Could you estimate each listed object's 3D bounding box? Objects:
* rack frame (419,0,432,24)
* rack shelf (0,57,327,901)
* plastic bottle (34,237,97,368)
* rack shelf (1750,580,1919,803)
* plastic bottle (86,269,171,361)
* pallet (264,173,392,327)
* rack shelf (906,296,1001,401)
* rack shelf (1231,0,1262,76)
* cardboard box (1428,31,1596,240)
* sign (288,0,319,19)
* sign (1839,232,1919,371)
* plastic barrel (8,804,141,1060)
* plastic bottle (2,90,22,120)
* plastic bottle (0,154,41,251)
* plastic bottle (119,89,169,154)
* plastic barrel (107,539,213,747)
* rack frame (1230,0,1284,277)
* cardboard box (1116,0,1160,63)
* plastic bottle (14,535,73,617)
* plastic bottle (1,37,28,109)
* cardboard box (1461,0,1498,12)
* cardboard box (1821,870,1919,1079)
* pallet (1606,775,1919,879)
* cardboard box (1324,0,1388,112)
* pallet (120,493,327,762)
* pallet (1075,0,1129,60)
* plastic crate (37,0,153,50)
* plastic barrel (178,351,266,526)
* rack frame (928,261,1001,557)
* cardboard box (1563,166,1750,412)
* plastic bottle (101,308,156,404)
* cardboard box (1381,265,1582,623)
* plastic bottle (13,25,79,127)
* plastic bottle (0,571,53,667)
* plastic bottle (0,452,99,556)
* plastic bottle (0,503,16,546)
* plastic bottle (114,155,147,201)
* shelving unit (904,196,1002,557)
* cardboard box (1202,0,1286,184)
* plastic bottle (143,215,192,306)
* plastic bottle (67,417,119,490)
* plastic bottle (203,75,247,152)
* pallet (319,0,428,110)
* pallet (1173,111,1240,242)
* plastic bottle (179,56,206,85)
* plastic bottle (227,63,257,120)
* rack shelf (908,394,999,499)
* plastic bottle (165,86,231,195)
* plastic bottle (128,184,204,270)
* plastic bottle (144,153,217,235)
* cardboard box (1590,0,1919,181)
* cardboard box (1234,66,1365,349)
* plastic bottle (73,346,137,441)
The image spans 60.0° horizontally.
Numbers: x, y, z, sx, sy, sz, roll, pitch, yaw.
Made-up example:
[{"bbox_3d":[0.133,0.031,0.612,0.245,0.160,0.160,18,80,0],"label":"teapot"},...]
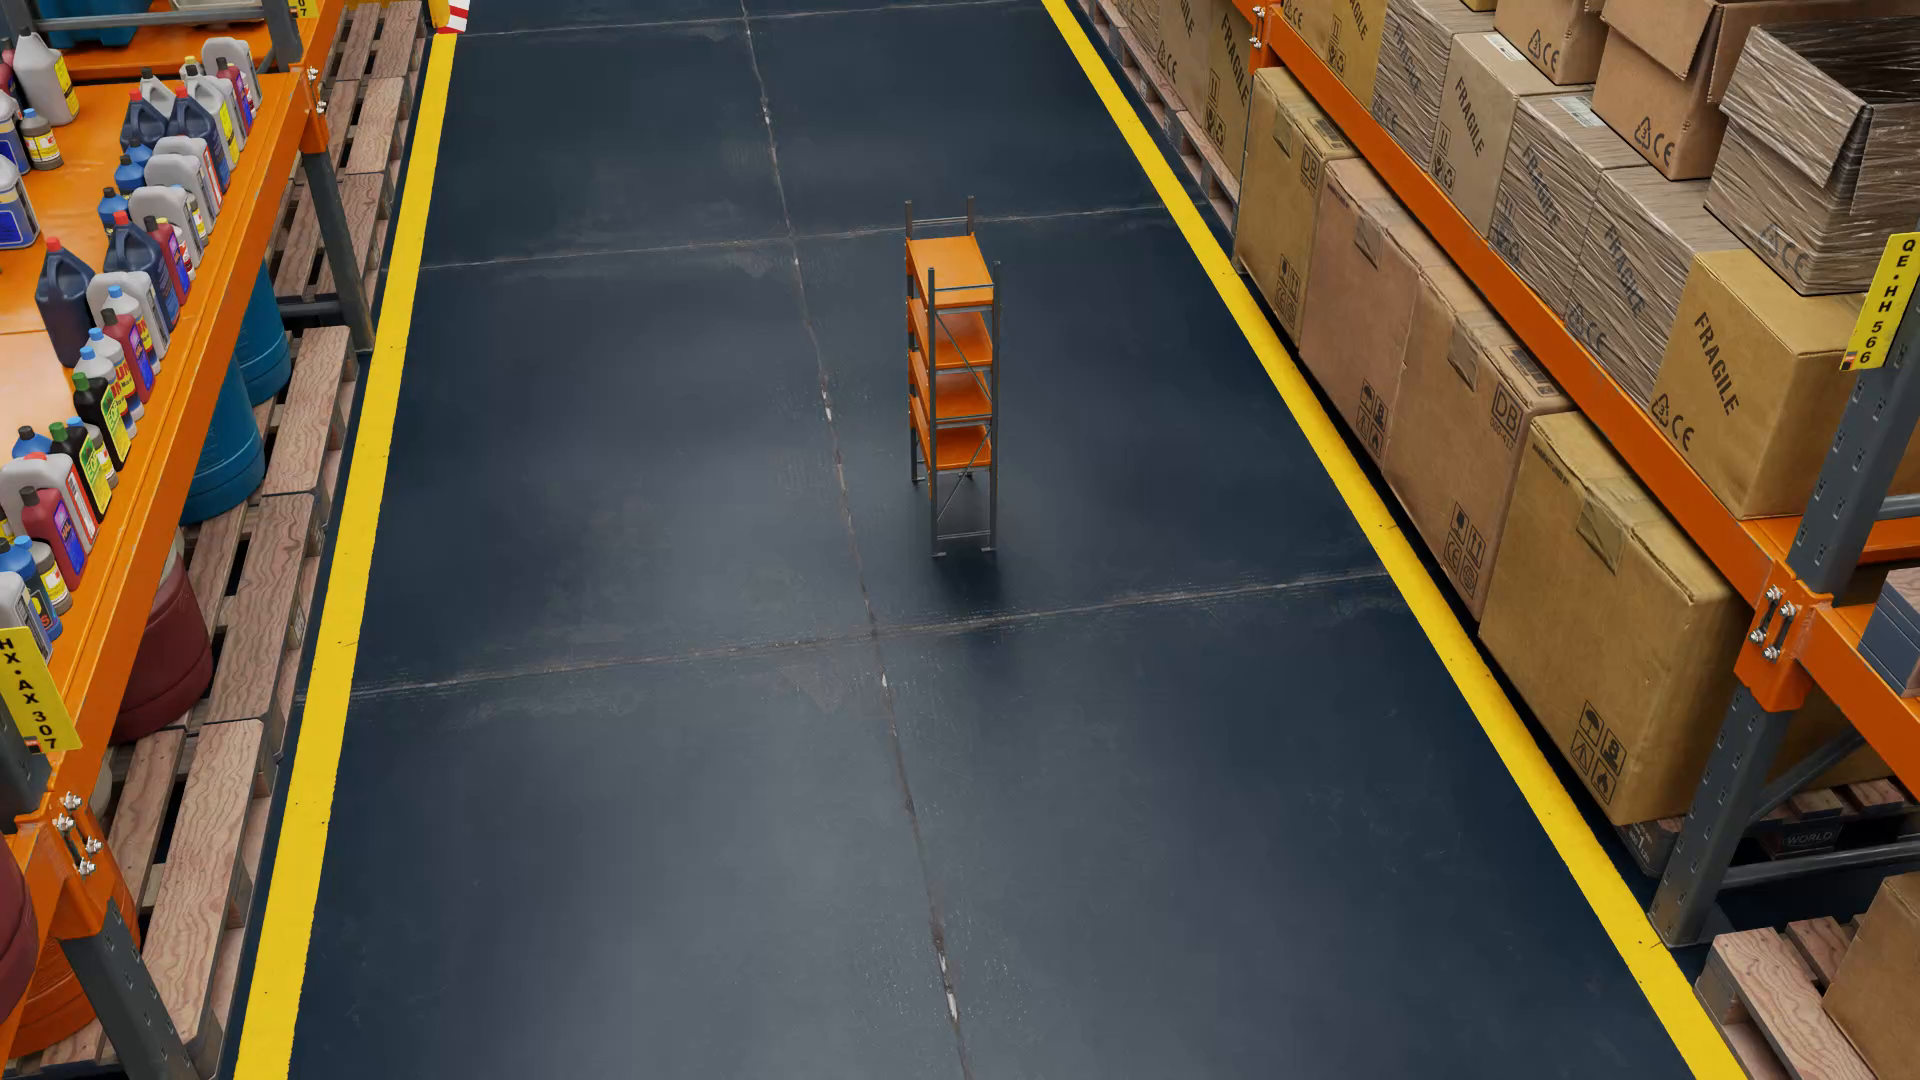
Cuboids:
[{"bbox_3d":[-3.781,-4.404,9.473,1.000,3.000,0.127,-6,38,-8],"label":"rack frame"},{"bbox_3d":[-2.729,-0.496,5.029,1.077,0.370,4.000,-6,38,-8],"label":"rack shelf"},{"bbox_3d":[-2.530,-0.685,4.727,0.144,0.351,0.185,-6,38,-8],"label":"plastic bottle"},{"bbox_3d":[2.848,1.388,2.605,1.077,0.370,4.000,-6,38,-8],"label":"rack shelf"},{"bbox_3d":[-2.379,-0.656,4.751,0.152,0.276,0.135,-6,38,-8],"label":"plastic bottle"},{"bbox_3d":[-3.247,-1.326,7.785,1.003,0.211,1.213,-6,38,-8],"label":"pallet"},{"bbox_3d":[-0.029,-0.697,5.915,0.258,0.148,0.480,-6,38,-8],"label":"rack shelf"},{"bbox_3d":[1.446,-3.444,8.825,1.077,0.370,4.000,-6,38,-8],"label":"rack shelf"},{"bbox_3d":[1.903,-1.338,5.445,0.500,0.500,0.500,-6,38,-7],"label":"cardboard box"},{"bbox_3d":[-2.538,-2.155,6.353,0.100,0.325,0.005,-6,38,-8],"label":"sign"},{"bbox_3d":[1.952,-0.500,3.505,0.100,0.325,0.005,-6,38,-8],"label":"sign"},{"bbox_3d":[-2.481,0.826,4.169,0.600,0.830,0.708,-6,38,-8],"label":"plastic barrel"},{"bbox_3d":[-3.374,-1.494,5.889,0.097,0.201,0.097,0,38,0],"label":"plastic bottle"},{"bbox_3d":[-3.062,-1.075,5.290,0.152,0.276,0.135,-6,38,-8],"label":"plastic bottle"},{"bbox_3d":[-2.706,-1.321,5.546,0.144,0.351,0.185,-6,38,-8],"label":"plastic bottle"},{"bbox_3d":[-2.679,0.239,5.121,0.600,0.588,0.708,-6,38,-8],"label":"plastic barrel"},{"bbox_3d":[1.796,-2.520,7.049,1.000,3.000,0.127,-6,38,-8],"label":"rack frame"},{"bbox_3d":[1.446,-3.336,9.488,0.875,0.875,0.875,-6,38,-8],"label":"cardboard box"},{"bbox_3d":[-2.147,0.079,3.865,0.097,0.201,0.097,0,38,0],"label":"plastic bottle"},{"bbox_3d":[-3.436,-1.674,6.055,0.061,0.283,0.133,-6,38,-8],"label":"plastic bottle"},{"bbox_3d":[2.025,-2.155,5.680,0.797,0.503,0.637,-6,38,-7],"label":"cardboard box"},{"bbox_3d":[2.635,1.112,4.053,0.700,0.500,0.500,-8,39,-10],"label":"cardboard box"},{"bbox_3d":[2.434,0.513,5.418,1.003,0.211,1.213,-6,38,-8],"label":"pallet"},{"bbox_3d":[1.720,-1.952,6.236,0.500,0.500,0.500,-6,38,-8],"label":"cardboard box"},{"bbox_3d":[-2.768,0.323,5.663,1.003,0.211,1.213,-6,38,-8],"label":"pallet"},{"bbox_3d":[1.312,-3.361,10.404,1.003,0.211,1.213,-6,38,-8],"label":"pallet"},{"bbox_3d":[-3.498,-2.250,6.666,0.392,0.384,0.575,-6,38,-8],"label":"plastic crate"},{"bbox_3d":[-2.877,-0.567,5.903,0.600,0.901,0.708,-6,38,-8],"label":"plastic barrel"},{"bbox_3d":[0.014,-0.426,5.821,0.240,1.200,0.015,-6,38,-8],"label":"rack frame"},{"bbox_3d":[2.086,-0.717,4.646,0.500,0.500,0.500,-7,38,-8],"label":"cardboard box"},{"bbox_3d":[-2.294,-0.525,4.575,0.061,0.283,0.133,-6,38,-8],"label":"plastic bottle"},{"bbox_3d":[2.248,-0.389,5.696,1.225,0.875,0.875,-6,38,-8],"label":"cardboard box"},{"bbox_3d":[-3.330,-1.696,6.029,0.144,0.351,0.185,-6,38,-8],"label":"plastic bottle"},{"bbox_3d":[-2.136,0.181,3.673,0.152,0.276,0.135,-6,38,-8],"label":"plastic bottle"},{"bbox_3d":[-2.217,-0.098,4.033,0.152,0.276,0.135,-6,38,-8],"label":"plastic bottle"},{"bbox_3d":[-2.337,-0.044,4.024,0.097,0.201,0.097,0,38,0],"label":"plastic bottle"},{"bbox_3d":[-2.636,-1.102,5.329,0.097,0.271,0.097,0,38,0],"label":"plastic bottle"},{"bbox_3d":[-0.029,-0.574,6.011,0.258,1.200,0.503,-6,38,-8],"label":"shelving unit"},{"bbox_3d":[1.759,-2.254,8.096,0.875,0.875,0.875,-6,38,-8],"label":"cardboard box"},{"bbox_3d":[-2.390,-0.857,5.003,0.061,0.283,0.133,-6,38,-8],"label":"plastic bottle"},{"bbox_3d":[-2.234,-0.222,4.253,0.097,0.201,0.097,0,38,0],"label":"plastic bottle"},{"bbox_3d":[-2.628,-1.515,5.856,0.152,0.276,0.135,-6,38,-8],"label":"plastic bottle"},{"bbox_3d":[-3.675,-2.800,9.682,1.003,0.211,1.213,-6,38,-8],"label":"pallet"},{"bbox_3d":[1.740,-1.887,8.507,1.003,0.211,1.213,-6,38,-8],"label":"pallet"},{"bbox_3d":[-2.812,-1.681,6.131,0.097,0.201,0.097,0,38,0],"label":"plastic bottle"},{"bbox_3d":[-2.645,-1.639,6.076,0.097,0.201,0.097,0,38,0],"label":"plastic bottle"},{"bbox_3d":[-0.029,-0.364,6.174,0.258,0.148,0.480,-6,38,-8],"label":"rack shelf"},{"bbox_3d":[-2.564,-1.337,5.566,0.144,0.351,0.185,-6,38,-8],"label":"plastic bottle"},{"bbox_3d":[-2.476,-0.989,5.179,0.152,0.276,0.135,-6,38,-8],"label":"plastic bottle"},{"bbox_3d":[-2.516,-1.129,5.359,0.152,0.276,0.135,-6,38,-8],"label":"plastic bottle"},{"bbox_3d":[2.274,-1.377,4.679,0.797,0.503,0.637,-5,38,-7],"label":"cardboard box"},{"bbox_3d":[1.928,-1.463,7.077,1.225,0.875,0.875,-6,38,-8],"label":"cardboard box"},{"bbox_3d":[-2.275,-0.389,4.411,0.097,0.271,0.097,0,38,0],"label":"plastic bottle"}]
